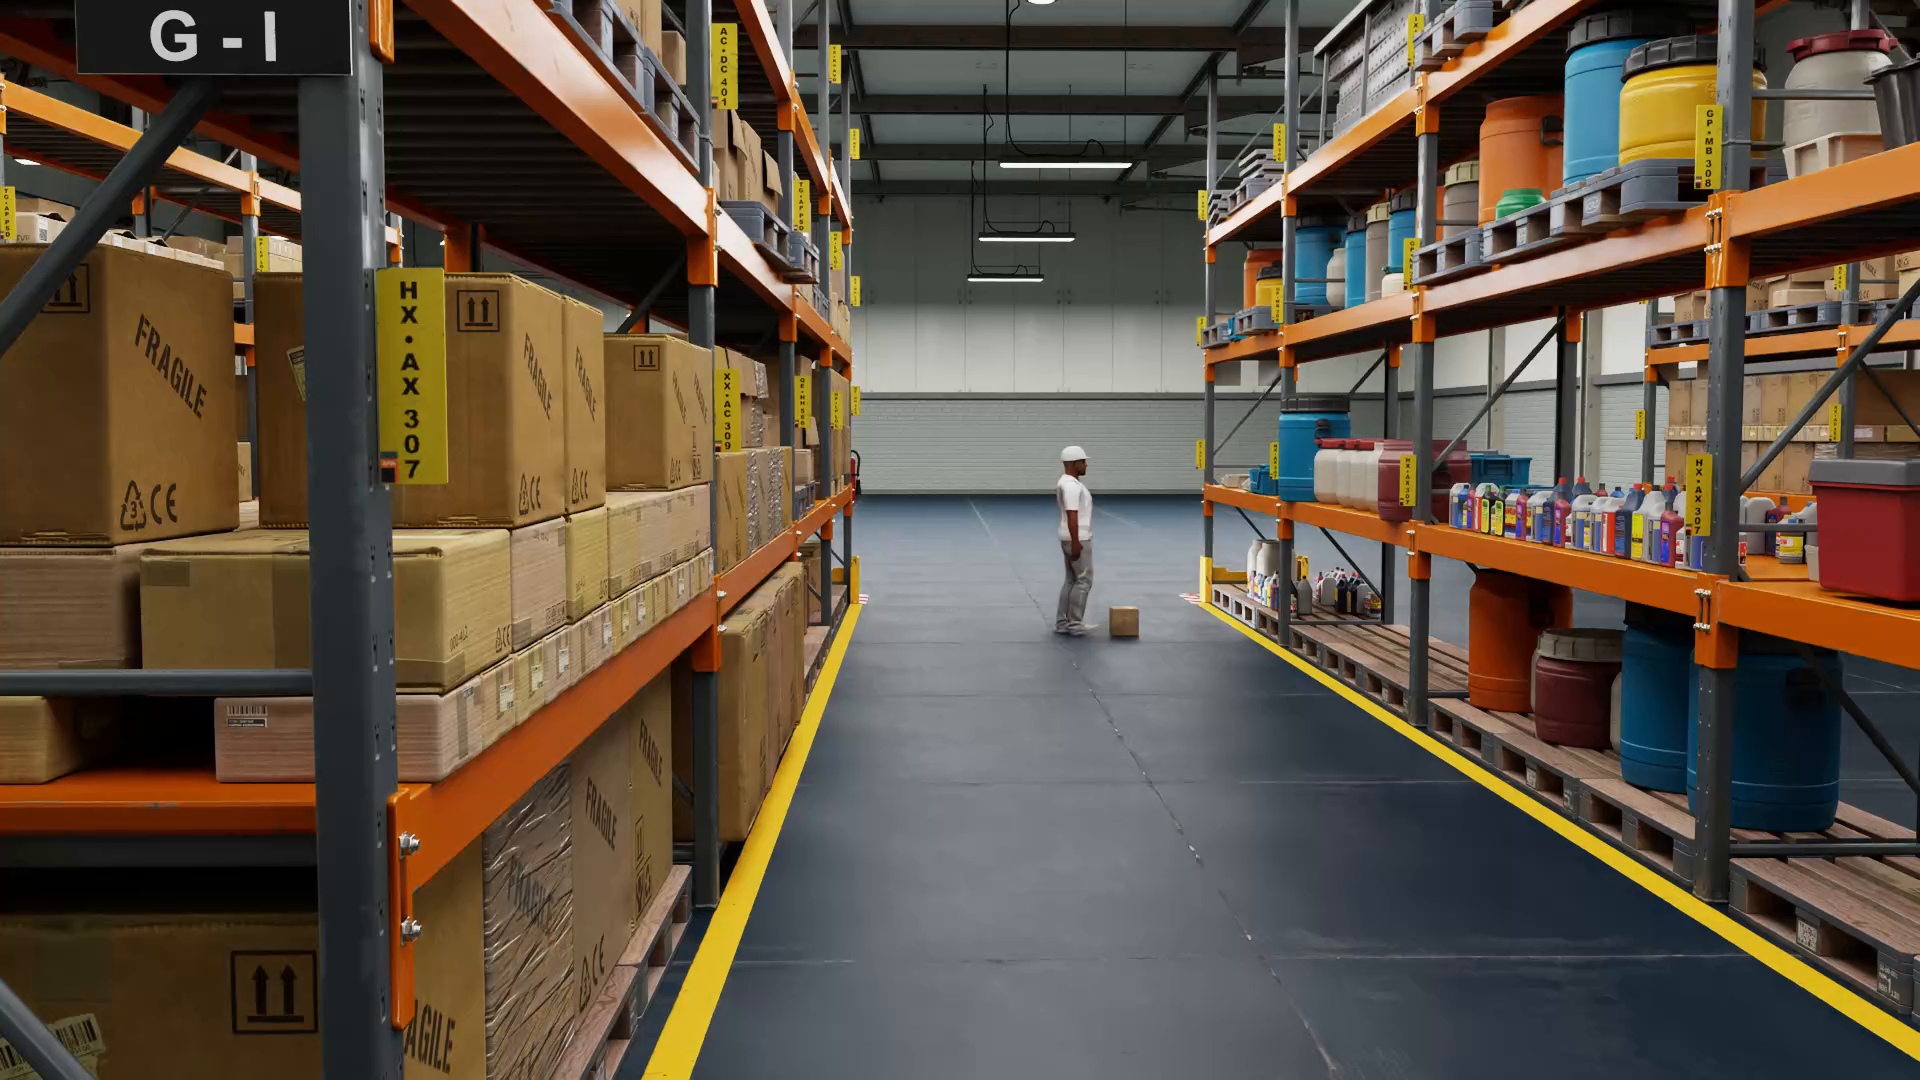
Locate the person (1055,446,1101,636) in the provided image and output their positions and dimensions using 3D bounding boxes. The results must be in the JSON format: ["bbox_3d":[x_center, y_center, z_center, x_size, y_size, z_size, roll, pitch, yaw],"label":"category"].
[{"bbox_3d":[1.105,0.009,15.542,0.417,1.767,0.564,0,4,0],"label":"person"}]
